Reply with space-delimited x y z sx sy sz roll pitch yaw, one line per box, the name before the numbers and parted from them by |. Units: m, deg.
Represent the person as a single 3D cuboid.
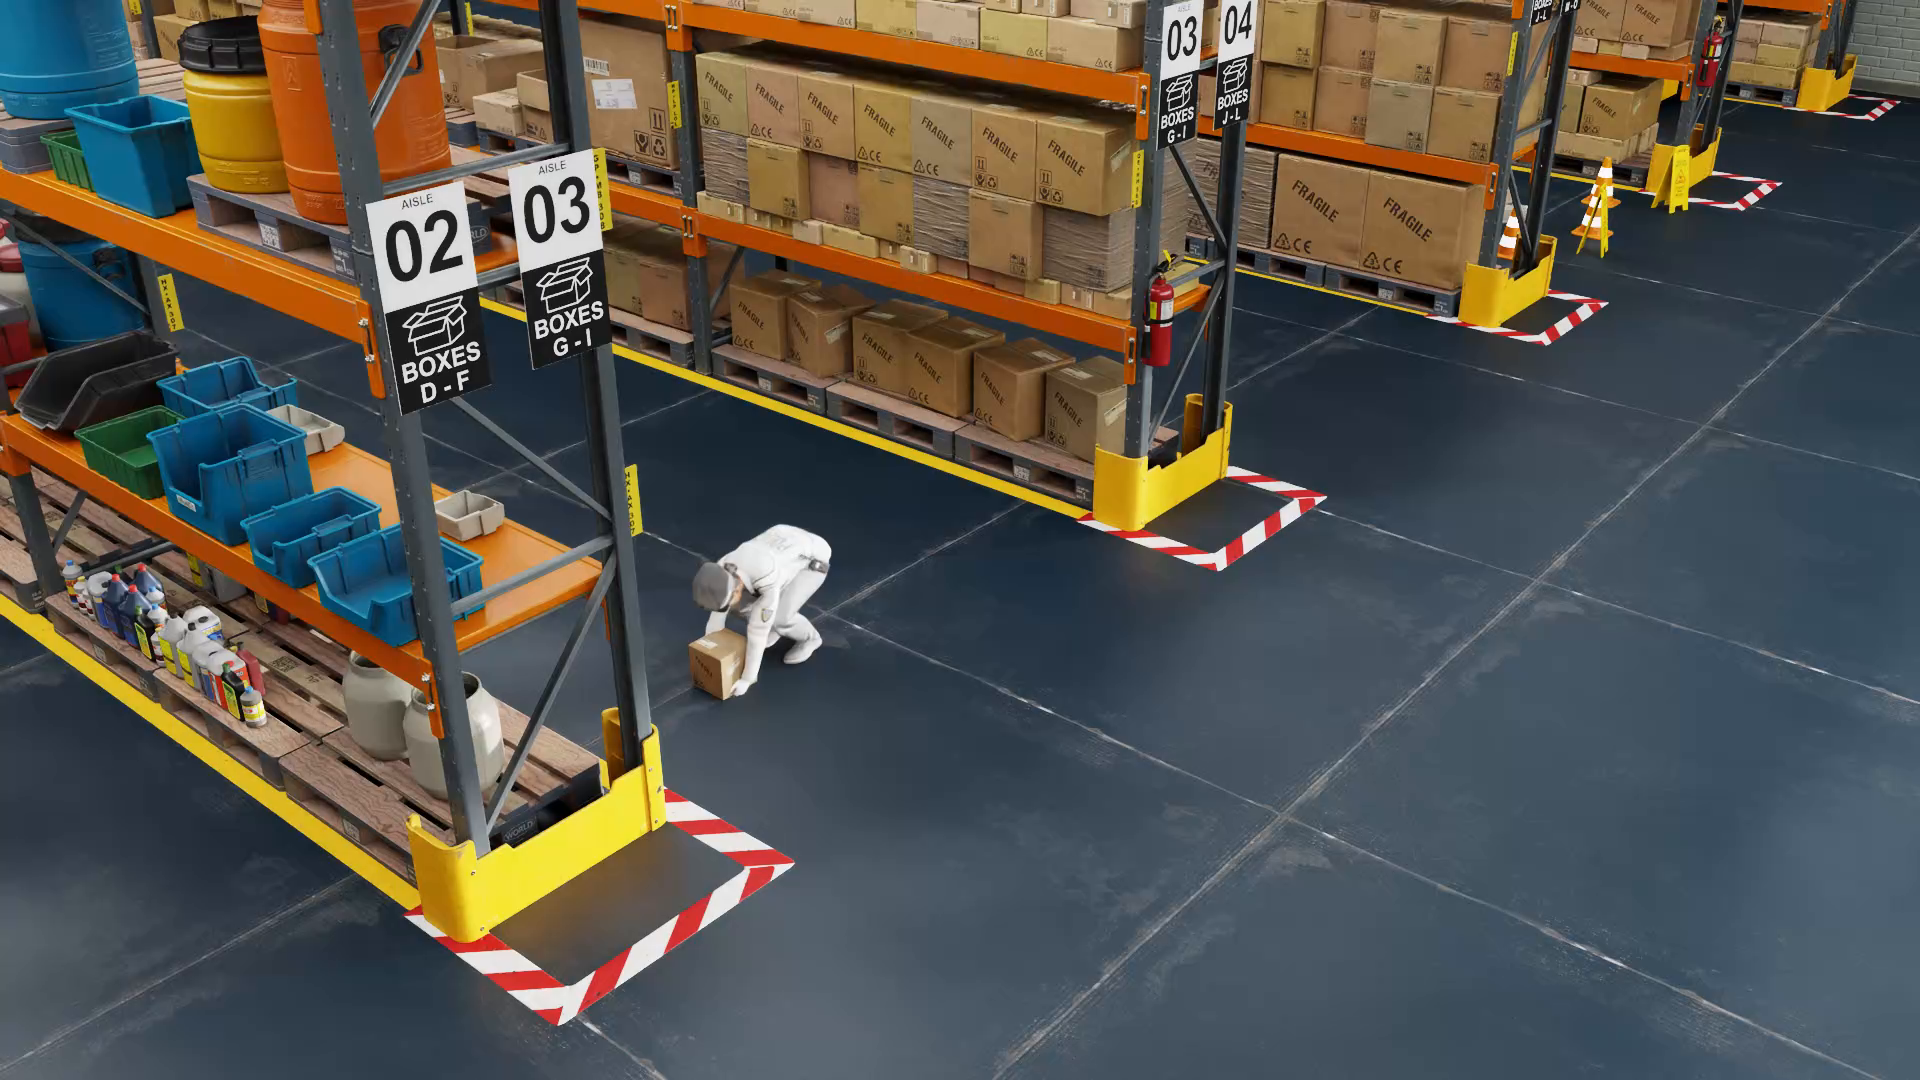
person | -1.064 0.341 8.974 0.415 0.763 0.905 20 34 33
